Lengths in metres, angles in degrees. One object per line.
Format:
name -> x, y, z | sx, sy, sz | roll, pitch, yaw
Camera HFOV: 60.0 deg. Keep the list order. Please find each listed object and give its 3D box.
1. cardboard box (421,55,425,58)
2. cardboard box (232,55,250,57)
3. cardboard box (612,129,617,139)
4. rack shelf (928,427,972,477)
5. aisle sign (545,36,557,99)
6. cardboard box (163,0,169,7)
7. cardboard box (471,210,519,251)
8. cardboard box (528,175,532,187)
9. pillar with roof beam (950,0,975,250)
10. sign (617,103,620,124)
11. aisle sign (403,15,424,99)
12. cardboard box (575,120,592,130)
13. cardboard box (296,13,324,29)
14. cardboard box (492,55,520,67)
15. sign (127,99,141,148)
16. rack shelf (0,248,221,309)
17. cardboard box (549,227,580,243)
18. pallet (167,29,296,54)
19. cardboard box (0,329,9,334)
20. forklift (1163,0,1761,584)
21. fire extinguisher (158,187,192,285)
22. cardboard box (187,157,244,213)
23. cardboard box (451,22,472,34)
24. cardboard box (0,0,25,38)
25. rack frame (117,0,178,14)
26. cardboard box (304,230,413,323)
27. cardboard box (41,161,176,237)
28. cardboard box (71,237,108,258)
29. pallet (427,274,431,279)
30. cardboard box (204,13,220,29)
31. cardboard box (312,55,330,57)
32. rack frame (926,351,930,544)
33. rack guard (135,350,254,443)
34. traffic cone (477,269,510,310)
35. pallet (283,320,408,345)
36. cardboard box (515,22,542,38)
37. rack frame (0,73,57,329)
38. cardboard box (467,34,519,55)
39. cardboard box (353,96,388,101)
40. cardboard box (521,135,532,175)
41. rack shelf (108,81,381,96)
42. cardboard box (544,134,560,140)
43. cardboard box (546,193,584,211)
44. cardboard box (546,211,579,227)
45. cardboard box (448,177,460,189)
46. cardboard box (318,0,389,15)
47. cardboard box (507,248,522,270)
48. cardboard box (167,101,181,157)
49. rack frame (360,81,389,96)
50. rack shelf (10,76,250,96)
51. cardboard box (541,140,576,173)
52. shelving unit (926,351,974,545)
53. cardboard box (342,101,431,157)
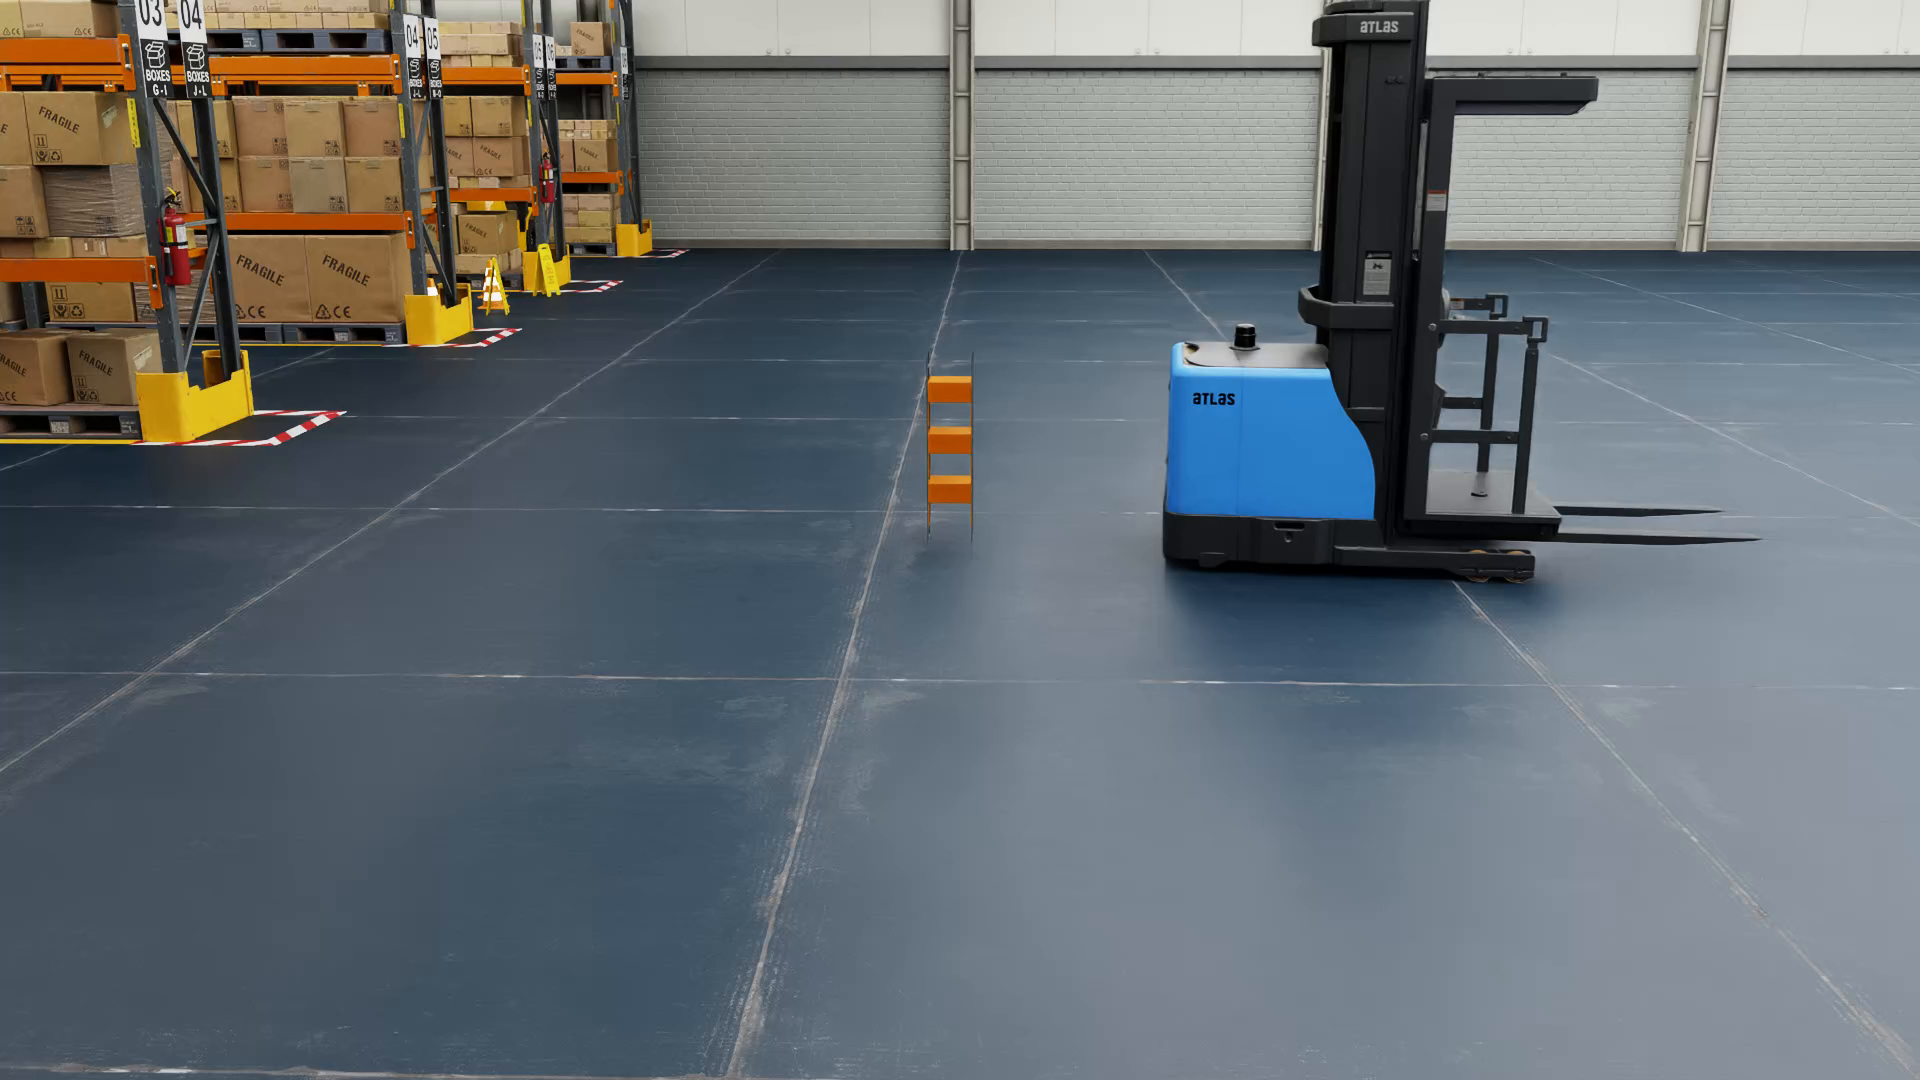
cardboard box -> -6.792, -6.103, 21.204 | 0.250, 0.149, 0.380 | 0, 15, 1
cardboard box -> -9.102, -6.121, 21.272 | 0.250, 0.149, 0.380 | 0, 15, 1
cardboard box -> -5.621, -6.527, 26.732 | 0.250, 0.149, 0.380 | 0, 15, 0
rack shelf -> -0.053, -0.498, 9.210 | 0.240, 0.259, 0.215 | 0, 15, 1
aisle sign -> -5.342, -6.167, 21.737 | 0.004, 0.787, 0.394 | 0, 15, 1
cardboard box -> -5.934, -3.935, 12.008 | 0.250, 0.149, 0.380 | 0, 15, 1
cardboard box -> -6.235, -4.143, 22.260 | 0.500, 0.500, 0.500 | 0, 15, 0
cardboard box -> -5.746, -4.765, 22.011 | 0.250, 0.149, 0.380 | 0, 15, 2
pillar with roof beam -> -0.074, -8.095, 22.382 | 0.400, 9.000, 9.100 | 0, 15, 1
sign -> -5.316, -6.633, 25.867 | 0.005, 0.325, 0.100 | 0, 15, 1
aisle sign -> -5.374, -4.748, 16.360 | 0.004, 0.787, 0.394 | 0, 15, 1
cardboard box -> -5.900, -6.545, 26.216 | 0.250, 0.149, 0.380 | 0, 15, 2
cardboard box -> -6.287, -5.067, 16.260 | 0.250, 0.149, 0.380 | 1, 15, 2
cardboard box -> -5.776, -6.091, 21.159 | 0.250, 0.149, 0.380 | 0, 15, 2
sign -> -5.699, -2.875, 11.468 | 0.005, 0.325, 0.100 | 0, 15, 1
rack shelf -> -7.664, -1.969, 12.333 | 4.000, 0.370, 1.077 | 0, 15, 1
cardboard box -> -6.263, -4.899, 26.594 | 0.500, 0.250, 0.500 | 0, 15, 1
pallet -> -7.402, -4.985, 16.648 | 1.213, 0.211, 1.003 | 0, 15, 1
cardboard box -> -7.512, -1.311, 12.504 | 0.500, 0.500, 0.500 | 2, 15, 7
forklift -> 2.629, -1.337, 8.664 | 3.031, 2.935, 1.130 | 2, 15, 7
fire extinguisher -> -5.562, -2.148, 11.753 | 0.183, 0.674, 0.296 | 0, 15, 1
cardboard box -> -7.447, -3.658, 17.031 | 0.500, 0.550, 0.875 | 0, 15, 1
cardboard box -> -6.270, -6.481, 21.073 | 0.250, 0.149, 0.380 | 0, 15, 1
cardboard box -> -6.653, -3.622, 11.604 | 0.500, 0.250, 0.500 | 0, 15, 2
rack frame -> -5.665, -5.204, 11.426 | 0.127, 3.000, 1.000 | 0, 15, 1
cardboard box -> -6.117, -2.731, 17.154 | 0.875, 0.875, 0.875 | 0, 15, 2
cardboard box -> -6.214, -2.506, 12.181 | 0.500, 0.500, 0.875 | 0, 15, 1
cardboard box -> -6.205, -2.133, 12.038 | 0.250, 0.149, 0.380 | 0, 15, 1
pallet -> -7.515, -3.506, 22.215 | 1.213, 0.211, 1.003 | 0, 15, 1
cardboard box -> -7.303, -5.074, 16.285 | 0.250, 0.149, 0.380 | 1, 15, 2
cardboard box -> -8.078, -6.116, 21.252 | 0.250, 0.149, 0.380 | 0, 15, 0
rack frame -> -0.175, -0.509, 9.210 | 0.008, 1.050, 0.200 | 0, 15, 1
rack guard -> -5.741, -1.096, 12.513 | 0.348, 0.500, 1.175 | 0, 15, 1
traffic cone -> -5.563, -2.993, 19.777 | 0.334, 0.463, 0.336 | 0, 15, 1
pallet -> -6.238, -2.205, 17.283 | 1.213, 0.211, 1.003 | 0, 15, 1
cardboard box -> -6.759, -7.820, 26.004 | 0.500, 0.500, 0.700 | 0, 15, 2
rack frame -> -9.436, -3.594, 17.082 | 0.127, 3.000, 1.000 | 0, 15, 1
cardboard box -> -5.930, -6.287, 21.121 | 0.500, 0.250, 0.500 | 0, 15, 1
cardboard box -> -7.441, -5.475, 21.474 | 0.500, 0.500, 0.700 | 0, 15, 1
cardboard box -> -5.878, -5.097, 22.000 | 0.500, 0.500, 0.500 | 0, 15, 1
rack shelf -> -11.287, -7.238, 26.426 | 4.000, 0.370, 1.077 | 0, 15, 1
cardboard box -> -6.404, -6.406, 26.271 | 0.250, 0.149, 0.380 | 0, 15, 1
cardboard box -> -6.268, -5.379, 26.455 | 0.500, 0.250, 0.500 | 1, 15, 2
cardboard box -> -6.284, -5.142, 26.535 | 0.500, 0.250, 0.500 | 0, 15, 1
cardboard box -> -6.561, -4.632, 21.508 | 0.250, 0.149, 0.380 | 1, 15, 2
cardboard box -> -5.934, -5.273, 16.258 | 0.500, 0.250, 0.500 | 1, 15, 2
cardboard box -> -6.211, -3.780, 22.355 | 0.500, 0.250, 0.500 | 0, 15, 1
cardboard box -> -7.979, -4.165, 16.836 | 0.550, 0.550, 0.875 | 0, 15, 1
rack frame -> -9.287, -6.123, 26.668 | 0.127, 3.000, 1.000 | 0, 15, 1
rack shelf -> -11.410, -5.973, 21.628 | 4.000, 0.370, 1.077 | 0, 15, 1
cardboard box -> -6.306, -6.087, 26.336 | 0.500, 0.500, 0.500 | 1, 15, 3
shelving unit -> -0.053, -0.508, 9.207 | 0.252, 1.050, 0.215 | 0, 15, 1
cardboard box -> -5.807, -4.175, 16.873 | 0.550, 0.550, 0.875 | 0, 15, 1
